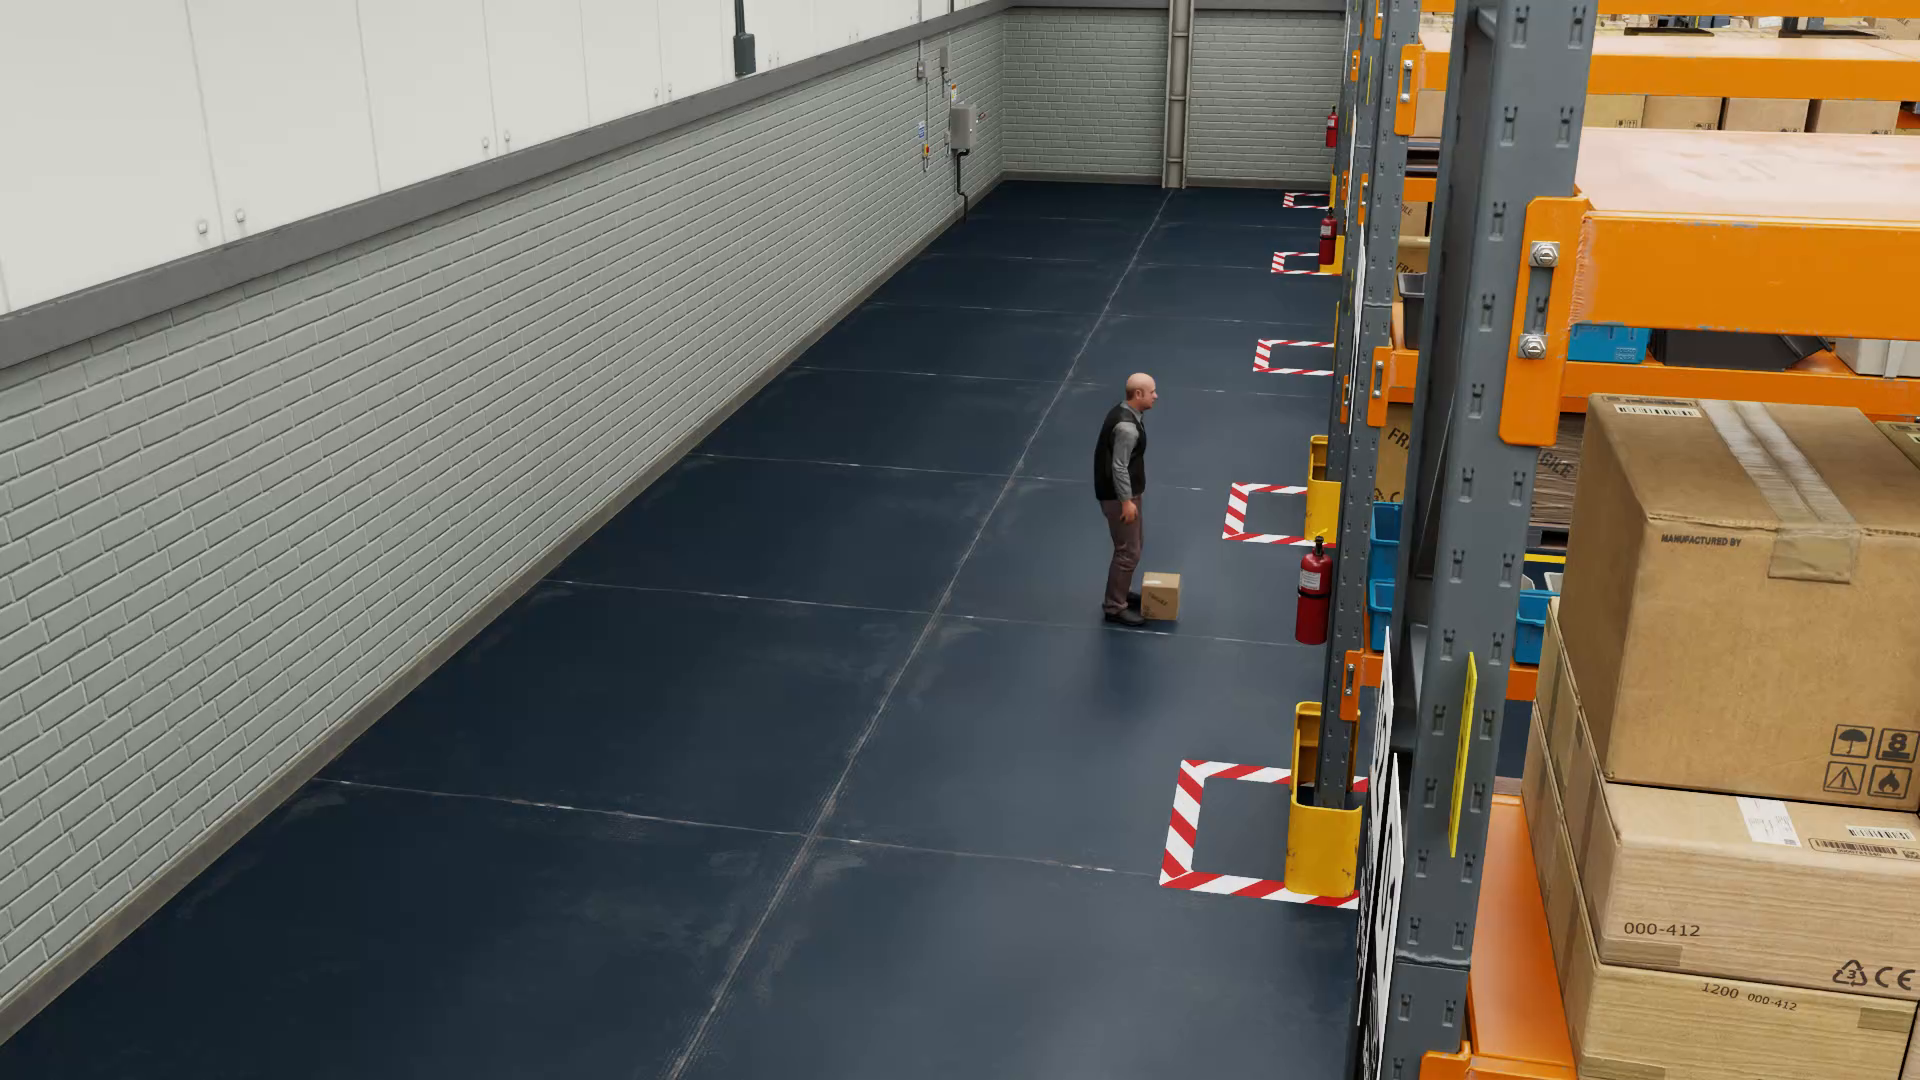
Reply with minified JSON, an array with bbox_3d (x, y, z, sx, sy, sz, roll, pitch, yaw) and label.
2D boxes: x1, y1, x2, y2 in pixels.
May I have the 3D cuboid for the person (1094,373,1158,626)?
[{"bbox_3d":[1.123,-0.309,11.408,0.425,1.719,0.579,3,22,9],"label":"person"}]
